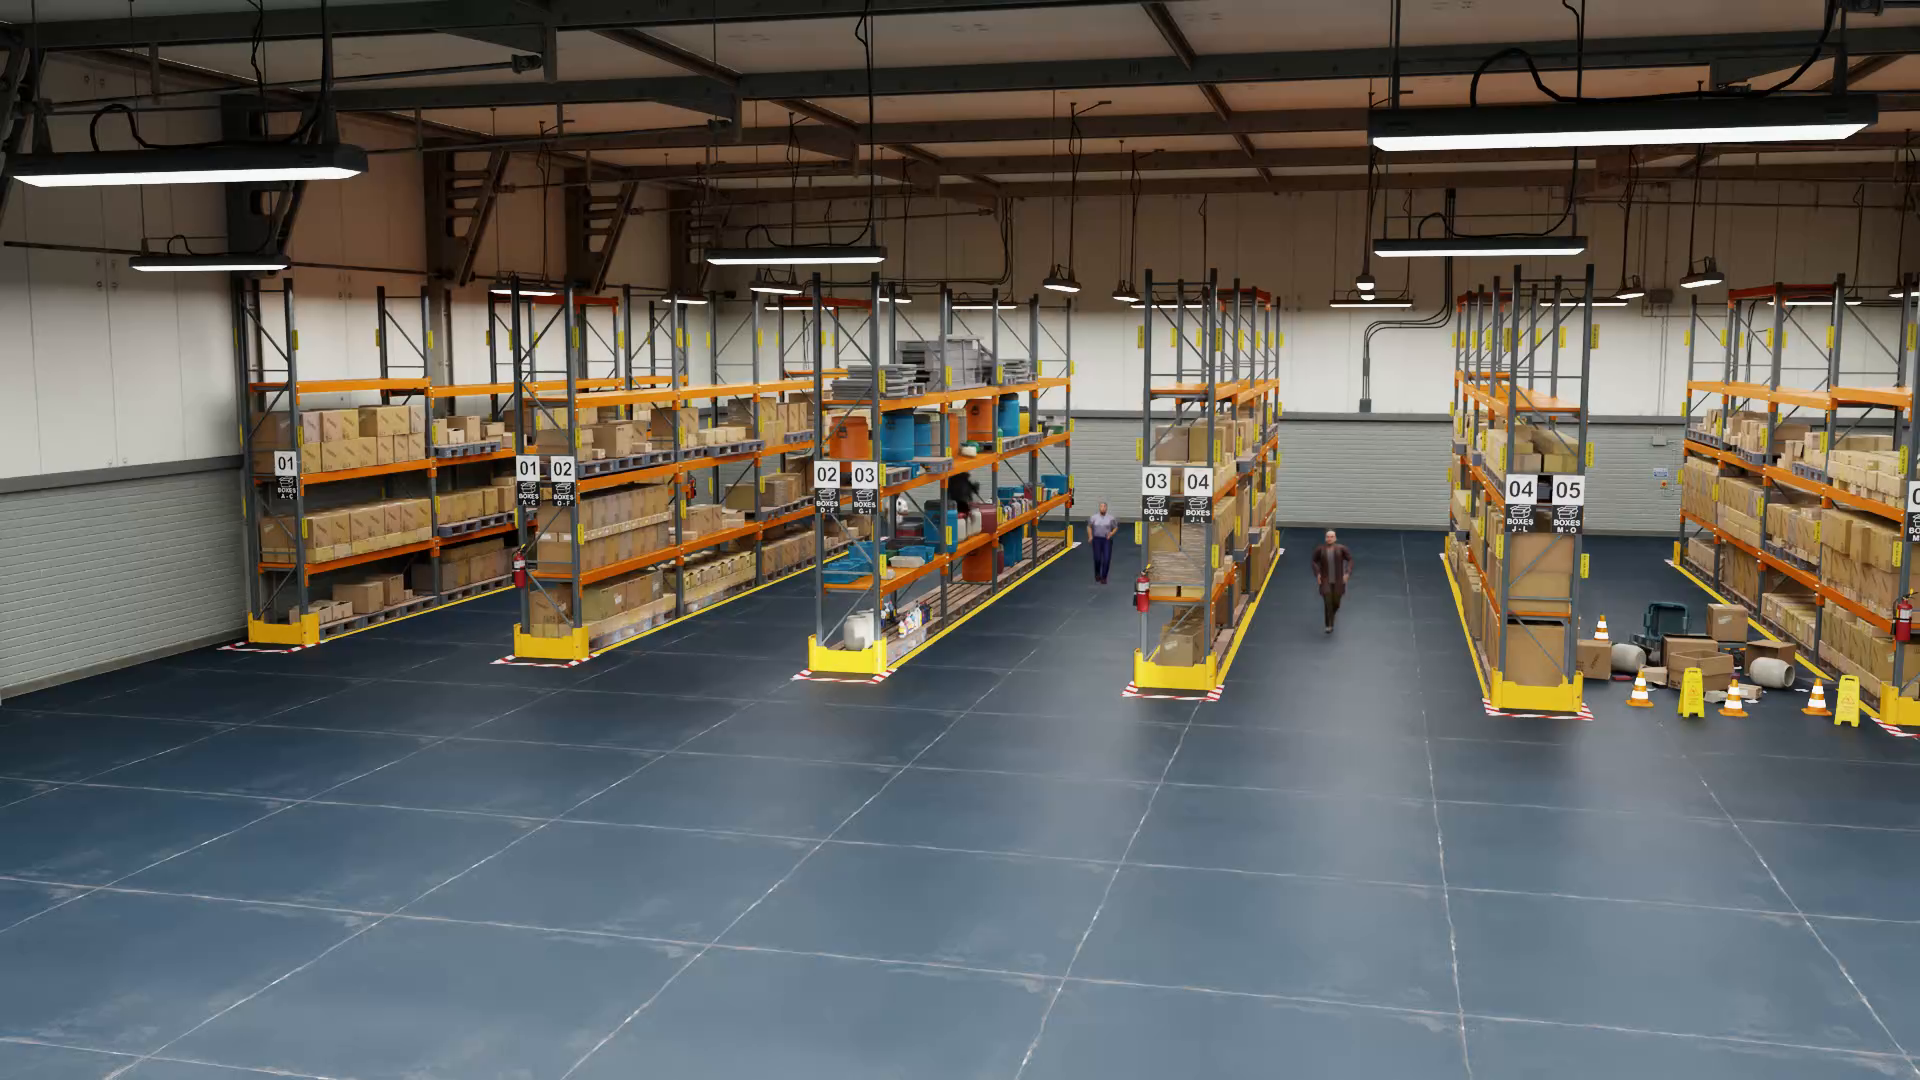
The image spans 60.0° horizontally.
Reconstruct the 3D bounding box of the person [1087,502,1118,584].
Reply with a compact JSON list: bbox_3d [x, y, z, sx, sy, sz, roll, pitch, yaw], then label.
[{"bbox_3d":[2.769,0.057,32.338,0.607,1.605,0.505,0,7,3],"label":"person"}]

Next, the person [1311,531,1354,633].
[{"bbox_3d":[6.417,0.703,28.712,0.719,1.754,0.705,2,7,15],"label":"person"}]

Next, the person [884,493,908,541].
[{"bbox_3d":[-1.451,-0.362,37.578,0.573,1.695,0.934,1,7,5],"label":"person"}]
